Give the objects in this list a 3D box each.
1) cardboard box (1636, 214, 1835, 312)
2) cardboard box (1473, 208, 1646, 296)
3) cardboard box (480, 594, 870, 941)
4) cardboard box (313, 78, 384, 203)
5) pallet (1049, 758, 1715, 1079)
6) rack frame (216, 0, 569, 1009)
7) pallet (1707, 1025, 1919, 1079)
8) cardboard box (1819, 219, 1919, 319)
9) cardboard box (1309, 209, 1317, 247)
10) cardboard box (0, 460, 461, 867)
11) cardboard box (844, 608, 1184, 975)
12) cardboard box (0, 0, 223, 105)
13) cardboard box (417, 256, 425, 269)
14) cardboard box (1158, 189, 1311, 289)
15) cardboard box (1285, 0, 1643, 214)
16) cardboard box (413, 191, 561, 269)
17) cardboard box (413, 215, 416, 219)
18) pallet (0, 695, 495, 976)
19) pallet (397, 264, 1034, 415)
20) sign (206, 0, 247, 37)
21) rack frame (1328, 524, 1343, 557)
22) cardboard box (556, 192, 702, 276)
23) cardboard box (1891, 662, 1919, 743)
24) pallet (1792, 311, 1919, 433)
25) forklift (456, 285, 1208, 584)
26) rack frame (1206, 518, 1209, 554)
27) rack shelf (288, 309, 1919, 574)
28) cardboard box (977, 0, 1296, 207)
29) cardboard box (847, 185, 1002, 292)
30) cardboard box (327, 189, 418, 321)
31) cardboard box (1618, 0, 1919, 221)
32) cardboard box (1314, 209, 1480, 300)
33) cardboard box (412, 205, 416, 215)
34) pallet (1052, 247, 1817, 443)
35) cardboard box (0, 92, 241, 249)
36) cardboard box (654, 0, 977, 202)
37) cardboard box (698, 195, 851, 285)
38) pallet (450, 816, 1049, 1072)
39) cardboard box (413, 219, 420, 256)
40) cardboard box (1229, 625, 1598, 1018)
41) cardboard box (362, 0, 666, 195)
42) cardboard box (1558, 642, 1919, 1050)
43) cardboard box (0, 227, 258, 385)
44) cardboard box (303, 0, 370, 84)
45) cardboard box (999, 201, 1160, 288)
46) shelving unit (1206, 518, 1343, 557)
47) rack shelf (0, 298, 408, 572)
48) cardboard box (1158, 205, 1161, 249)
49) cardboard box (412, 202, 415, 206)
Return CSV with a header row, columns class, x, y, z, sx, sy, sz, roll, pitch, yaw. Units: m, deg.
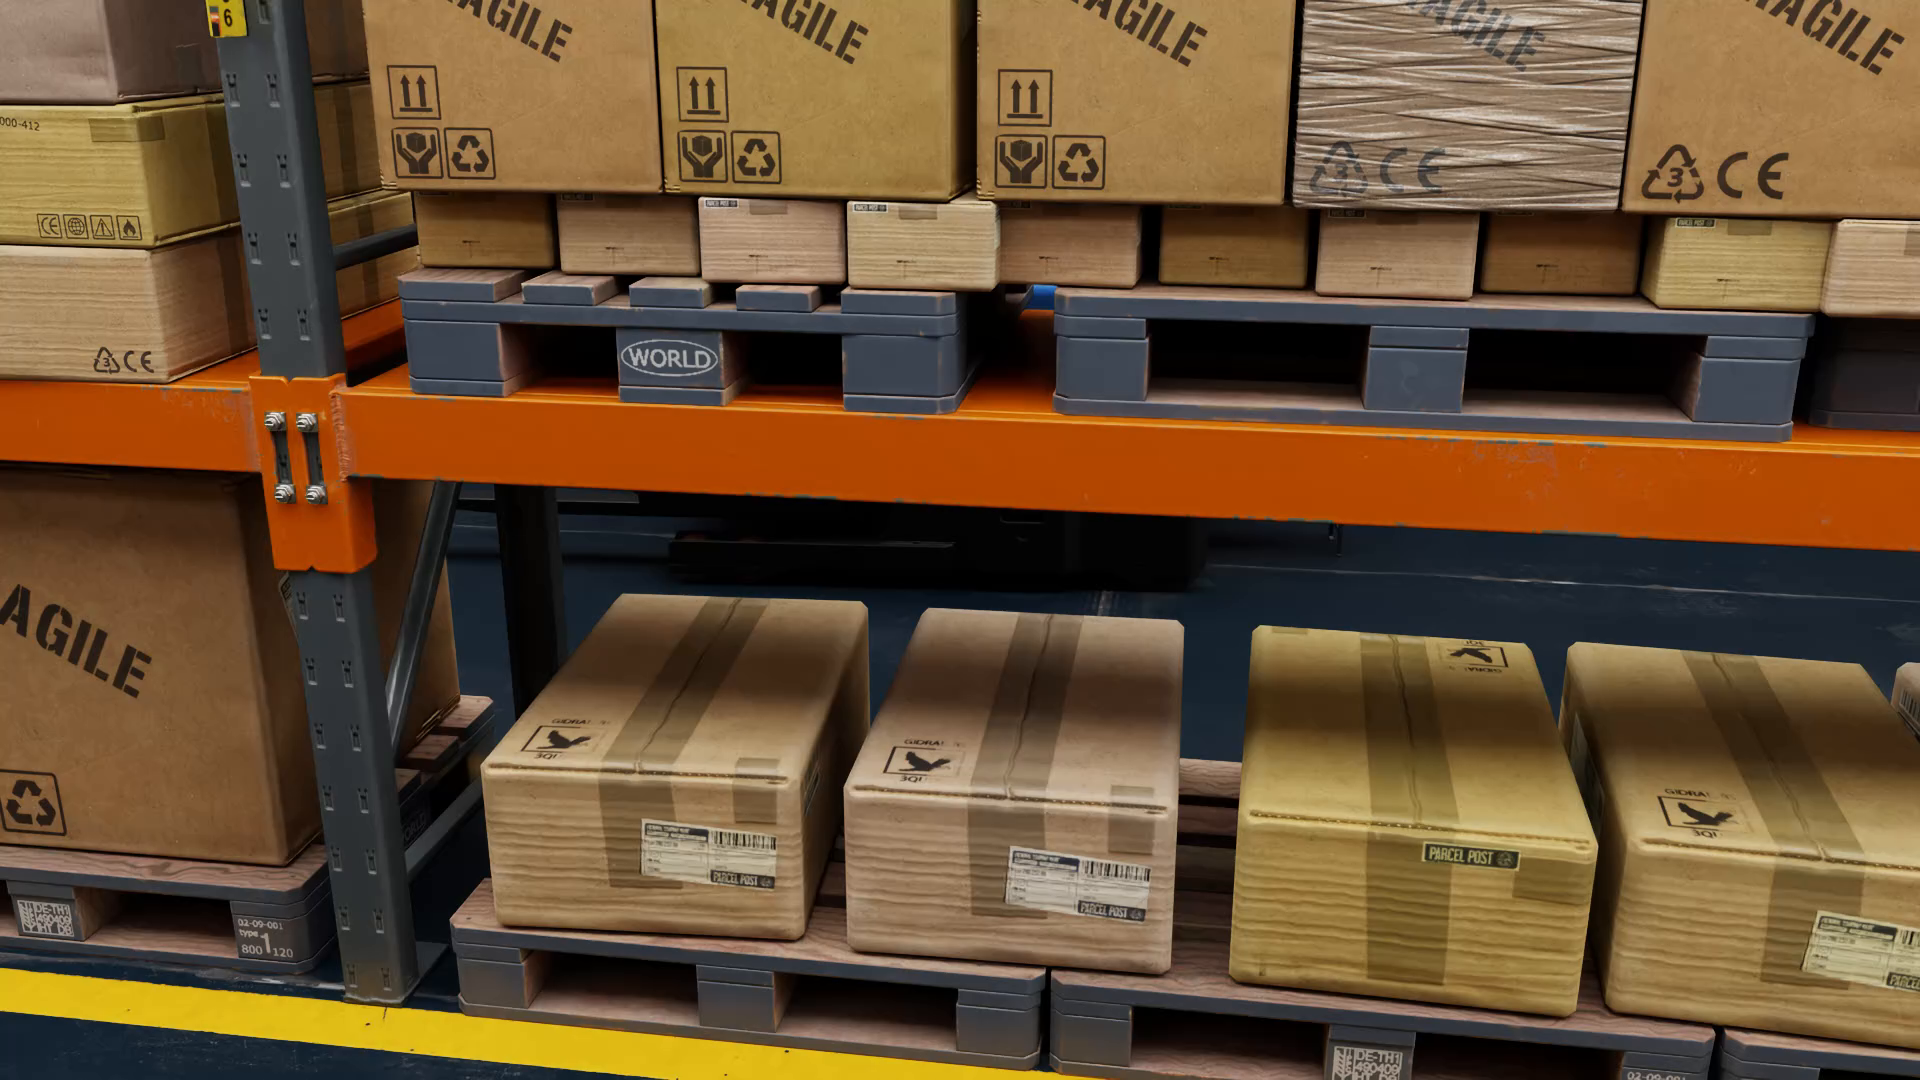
class,x,y,z,sx,sy,sz,roll,pitch,yaw
cardboard box,1.260,-0.492,2.779,0.250,0.149,0.380,3,19,9
cardboard box,1.017,-0.537,2.915,0.250,0.149,0.380,2,19,7
cardboard box,-0.576,0.461,3.678,0.625,0.372,0.950,2,19,5
cardboard box,-1.593,-0.887,3.674,0.500,0.250,0.500,3,19,8
pallet,0.840,0.807,3.560,1.213,0.211,1.003,3,19,9
rack frame,-1.132,-0.618,3.422,0.127,3.000,1.000,3,19,9
pallet,2.048,0.867,3.379,1.213,0.211,1.003,3,19,9
cardboard box,1.496,-0.468,2.709,0.250,0.149,0.380,3,19,9
cardboard box,0.771,-0.702,3.407,0.250,0.149,0.380,2,19,7
cardboard box,-1.801,0.130,3.874,0.875,0.875,0.875,3,19,8
cardboard box,0.154,0.495,3.575,0.625,0.372,0.950,3,19,8
cardboard box,-1.684,-1.083,3.080,0.500,0.500,0.500,2,19,7
cardboard box,-2.837,-1.243,8.568,0.500,0.500,0.500,2,19,7
cardboard box,0.500,-0.560,2.984,0.250,0.149,0.380,4,19,11
cardboard box,0.809,-0.834,2.780,0.500,0.500,0.500,2,19,7
cardboard box,-0.841,-0.623,3.172,0.250,0.149,0.380,2,19,5
cardboard box,-2.931,-1.561,8.498,0.250,0.149,0.380,3,19,9
pallet,-1.899,0.641,4.054,1.213,0.211,1.003,3,19,9
pallet,-0.412,-0.524,3.445,1.003,0.211,1.213,3,19,9
sign,-1.217,-0.993,2.718,0.005,0.325,0.100,3,19,9
rack frame,1.403,-0.545,6.042,0.015,1.200,0.240,1,19,4
cardboard box,-0.567,-0.598,3.098,0.250,0.149,0.380,2,19,5
cardboard box,2.299,0.605,3.247,0.625,0.372,0.950,3,19,9
pallet,2.086,-0.409,3.102,1.213,0.211,1.003,3,19,9
forklift,-0.621,-1.405,5.882,3.031,2.935,1.130,1,19,4
rack frame,0.917,-0.557,6.076,0.015,1.200,0.240,1,19,4
rack shelf,0.843,-0.176,3.235,4.000,0.370,1.077,3,19,9
cardboard box,0.316,-0.862,2.863,0.500,0.500,0.500,3,19,10
cardboard box,-0.036,-0.550,2.953,0.250,0.149,0.380,3,19,9
cardboard box,-1.575,-0.650,3.755,0.500,0.250,0.500,3,19,8
cardboard box,1.326,-0.808,2.702,0.500,0.500,0.500,4,19,11
cardboard box,0.747,-0.527,2.884,0.250,0.149,0.380,4,19,10
cardboard box,-2.866,-1.711,8.945,0.250,0.149,0.380,3,19,10
pallet,0.829,-0.440,3.193,1.213,0.211,1.003,3,19,9
cardboard box,-1.651,-0.728,3.201,0.500,0.250,0.500,3,19,8
cardboard box,-0.209,-0.886,2.936,0.500,0.500,0.500,4,19,11
cardboard box,-0.304,-0.570,3.014,0.250,0.149,0.380,2,19,5
pallet,-0.361,0.744,3.746,1.213,0.211,1.003,3,19,9
cardboard box,-2.687,-1.548,8.458,0.250,0.149,0.380,4,19,11
cardboard box,0.902,0.535,3.455,0.625,0.372,0.950,4,19,10
cardboard box,-0.725,-0.910,3.008,0.500,0.500,0.500,2,19,7
cardboard box,1.589,0.570,3.352,0.625,0.372,0.950,4,19,12
cardboard box,-1.673,-0.491,3.279,0.500,0.250,0.500,2,19,7
cardboard box,-1.580,-1.241,3.551,0.500,0.500,0.500,2,19,7
cardboard box,0.215,-0.562,2.990,0.250,0.149,0.380,4,19,12
shelving unit,1.160,-0.551,6.059,0.503,1.200,0.258,1,19,4
rack shelf,-3.107,-0.377,3.837,4.000,0.370,1.077,3,19,9
cardboard box,0.510,-0.689,3.368,0.250,0.149,0.380,3,19,9
cardboard box,-3.130,-1.742,9.037,0.250,0.149,0.380,2,19,6
